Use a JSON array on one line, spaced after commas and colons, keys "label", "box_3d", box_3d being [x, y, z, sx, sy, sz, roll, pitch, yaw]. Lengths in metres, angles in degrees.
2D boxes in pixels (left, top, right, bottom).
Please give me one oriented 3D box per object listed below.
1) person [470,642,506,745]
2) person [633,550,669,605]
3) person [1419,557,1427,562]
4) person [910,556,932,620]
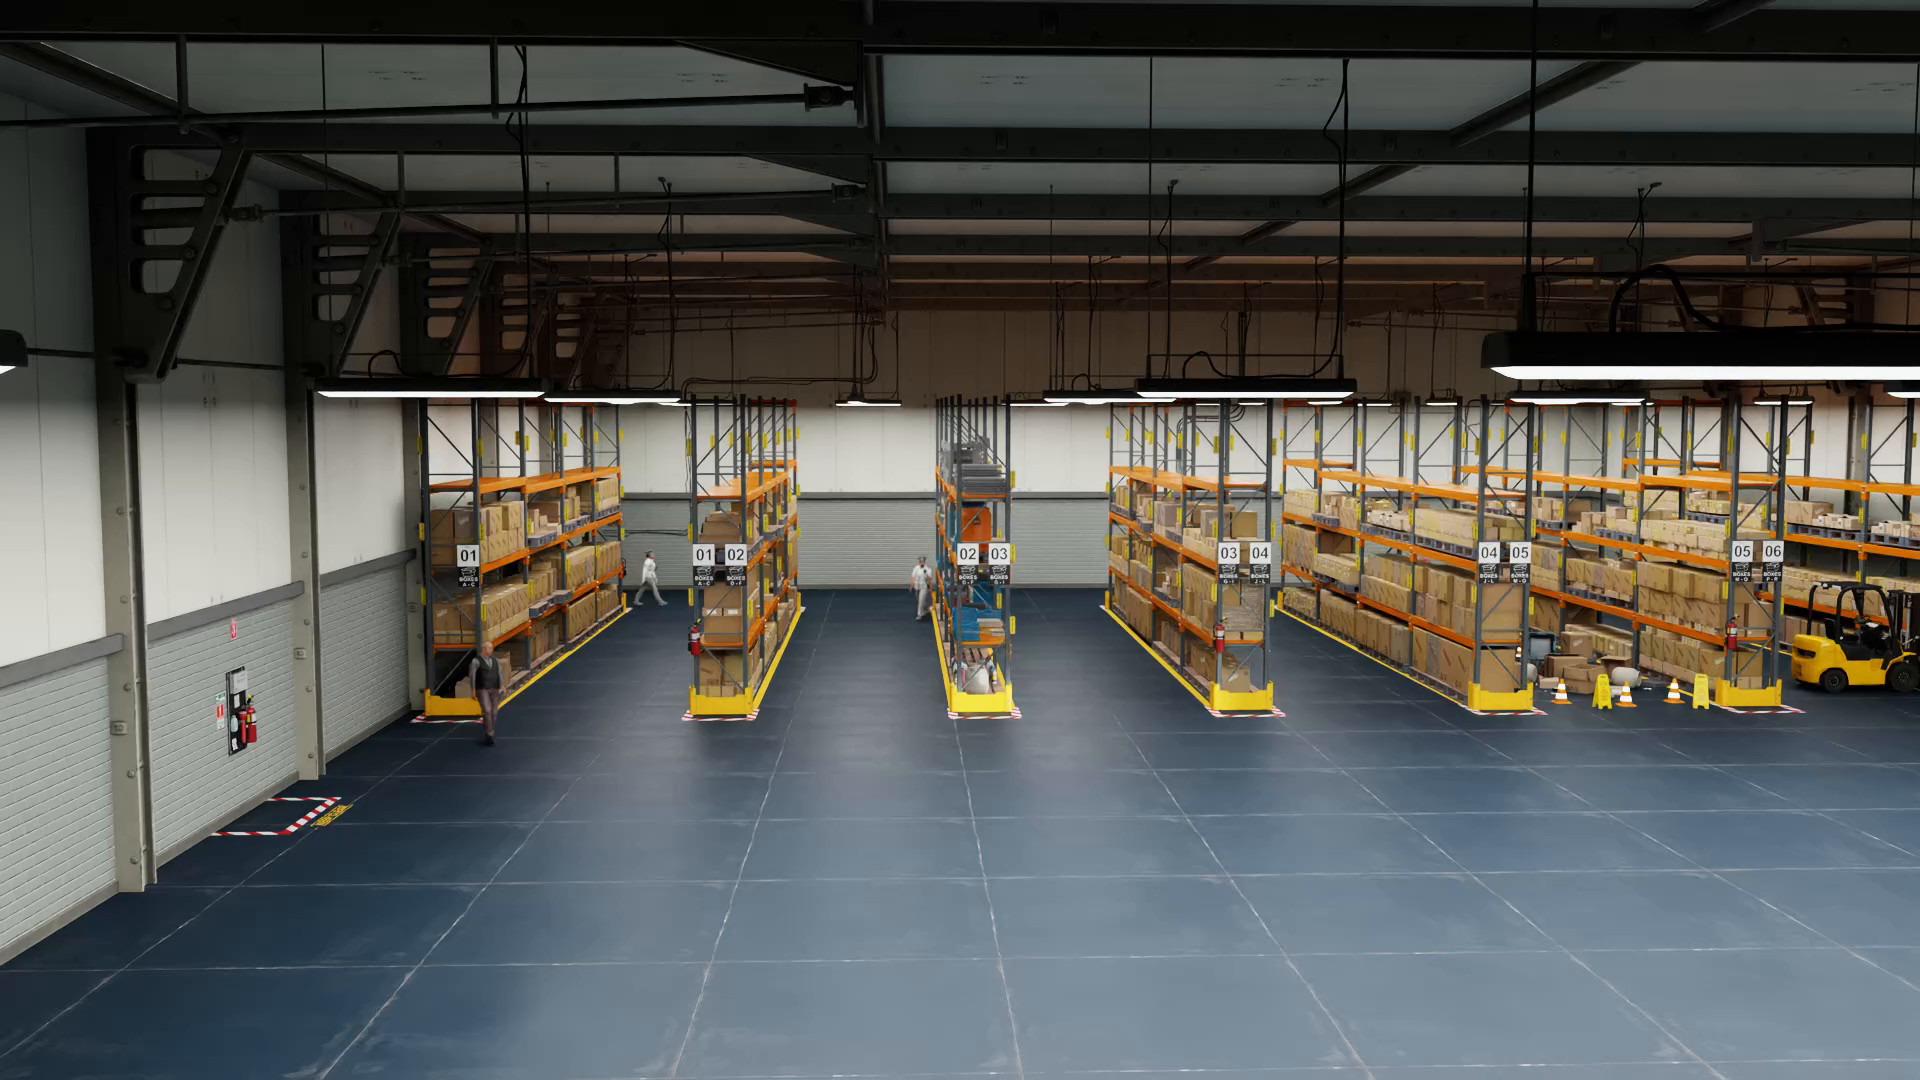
[{"label": "person", "box_3d": [-8.052, 2.633, 28.647, 0.746, 1.726, 0.565, 4, 6, 44]}, {"label": "person", "box_3d": [-9.007, 1.079, 48.407, 0.999, 1.605, 0.451, -1, 5, -13]}, {"label": "person", "box_3d": [12.339, 1.350, 44.257, 0.598, 1.791, 0.485, -3, 6, -37]}, {"label": "person", "box_3d": [-1.035, 1.284, 45.317, 0.535, 1.711, 1.089, 2, 5, 27]}]
